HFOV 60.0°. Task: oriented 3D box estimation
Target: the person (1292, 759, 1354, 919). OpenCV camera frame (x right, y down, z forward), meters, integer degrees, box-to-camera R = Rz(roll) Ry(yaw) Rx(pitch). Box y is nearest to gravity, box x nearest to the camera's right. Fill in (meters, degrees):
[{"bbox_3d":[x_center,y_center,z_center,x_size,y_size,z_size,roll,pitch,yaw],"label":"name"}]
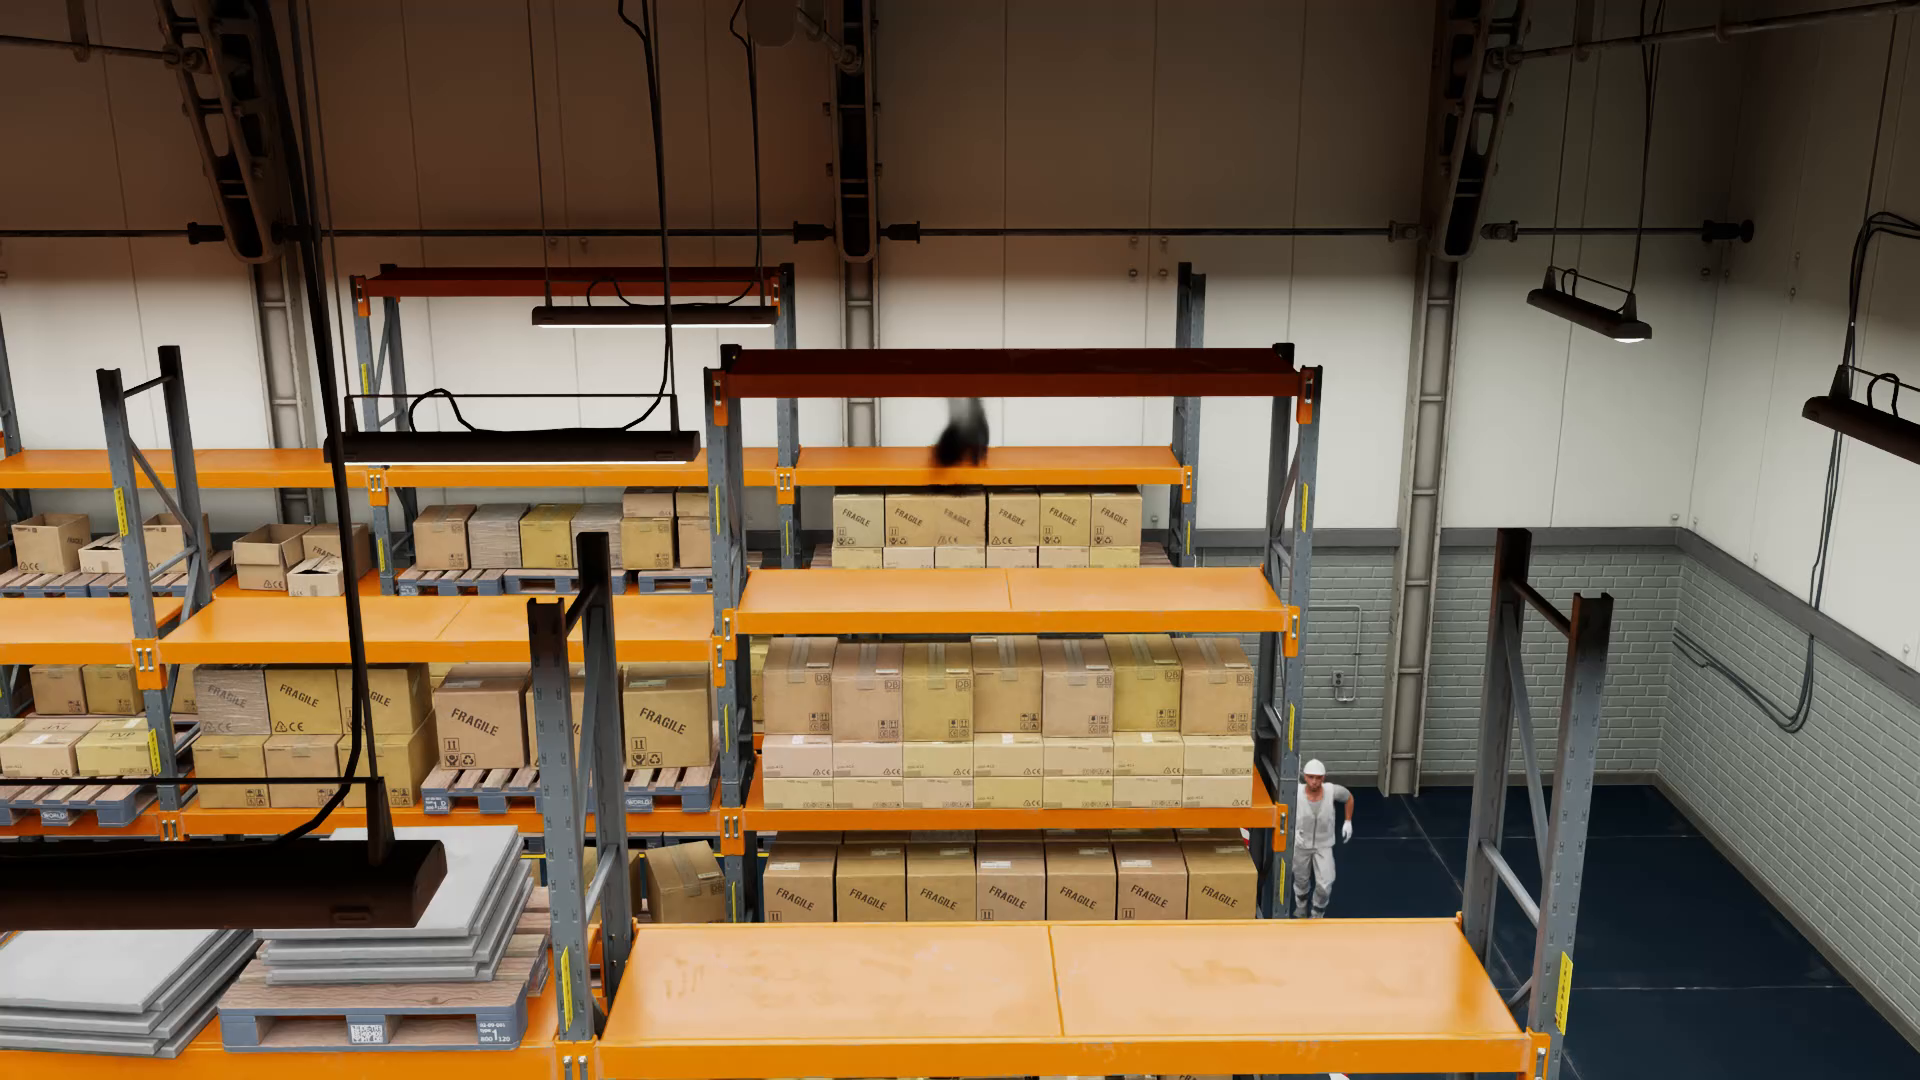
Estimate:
[{"bbox_3d":[3.312,2.859,15.531,0.692,1.776,0.813,2,16,8],"label":"person"}]
